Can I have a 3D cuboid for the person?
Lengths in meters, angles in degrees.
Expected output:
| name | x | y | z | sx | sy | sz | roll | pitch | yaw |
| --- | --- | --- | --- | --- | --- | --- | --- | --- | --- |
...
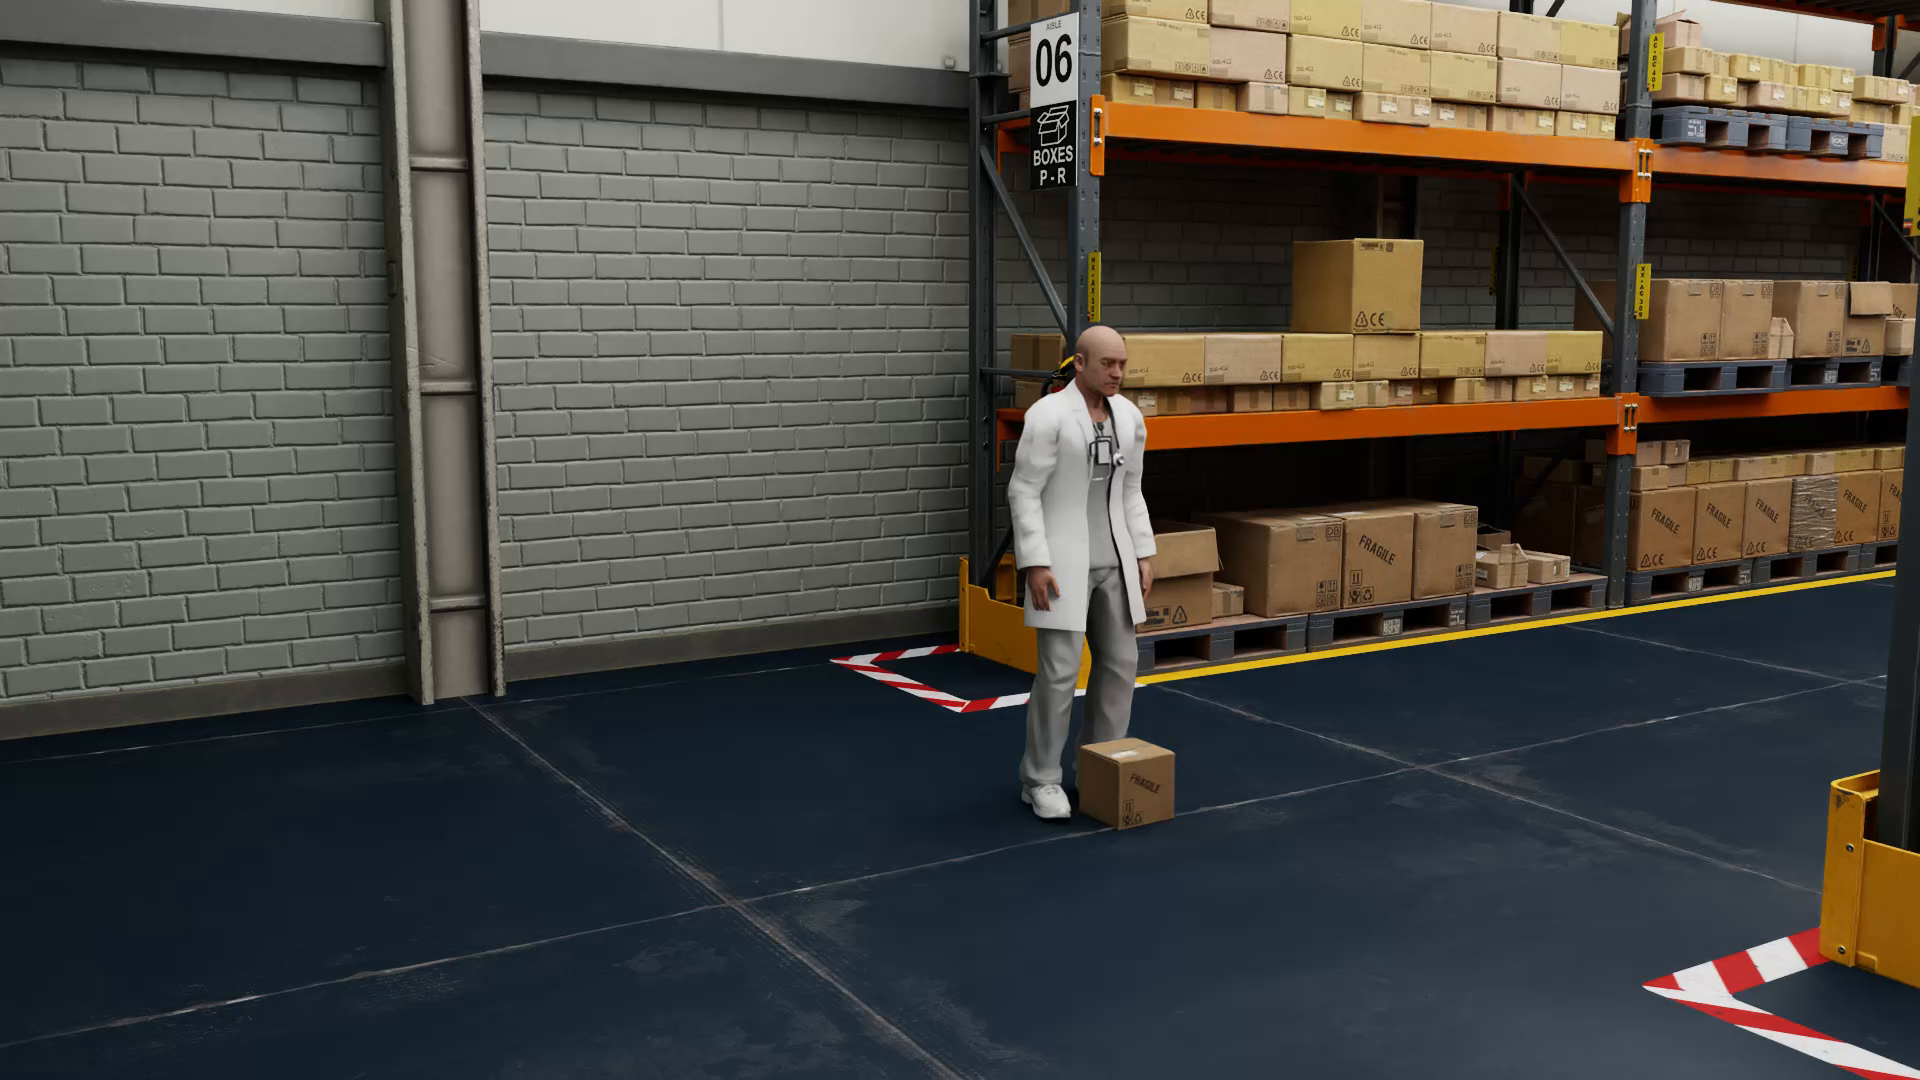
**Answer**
| name | x | y | z | sx | sy | sz | roll | pitch | yaw |
| --- | --- | --- | --- | --- | --- | --- | --- | --- | --- |
| person | 0.467 | 0.102 | 6.146 | 0.622 | 1.774 | 0.426 | -5 | 10 | -33 |
